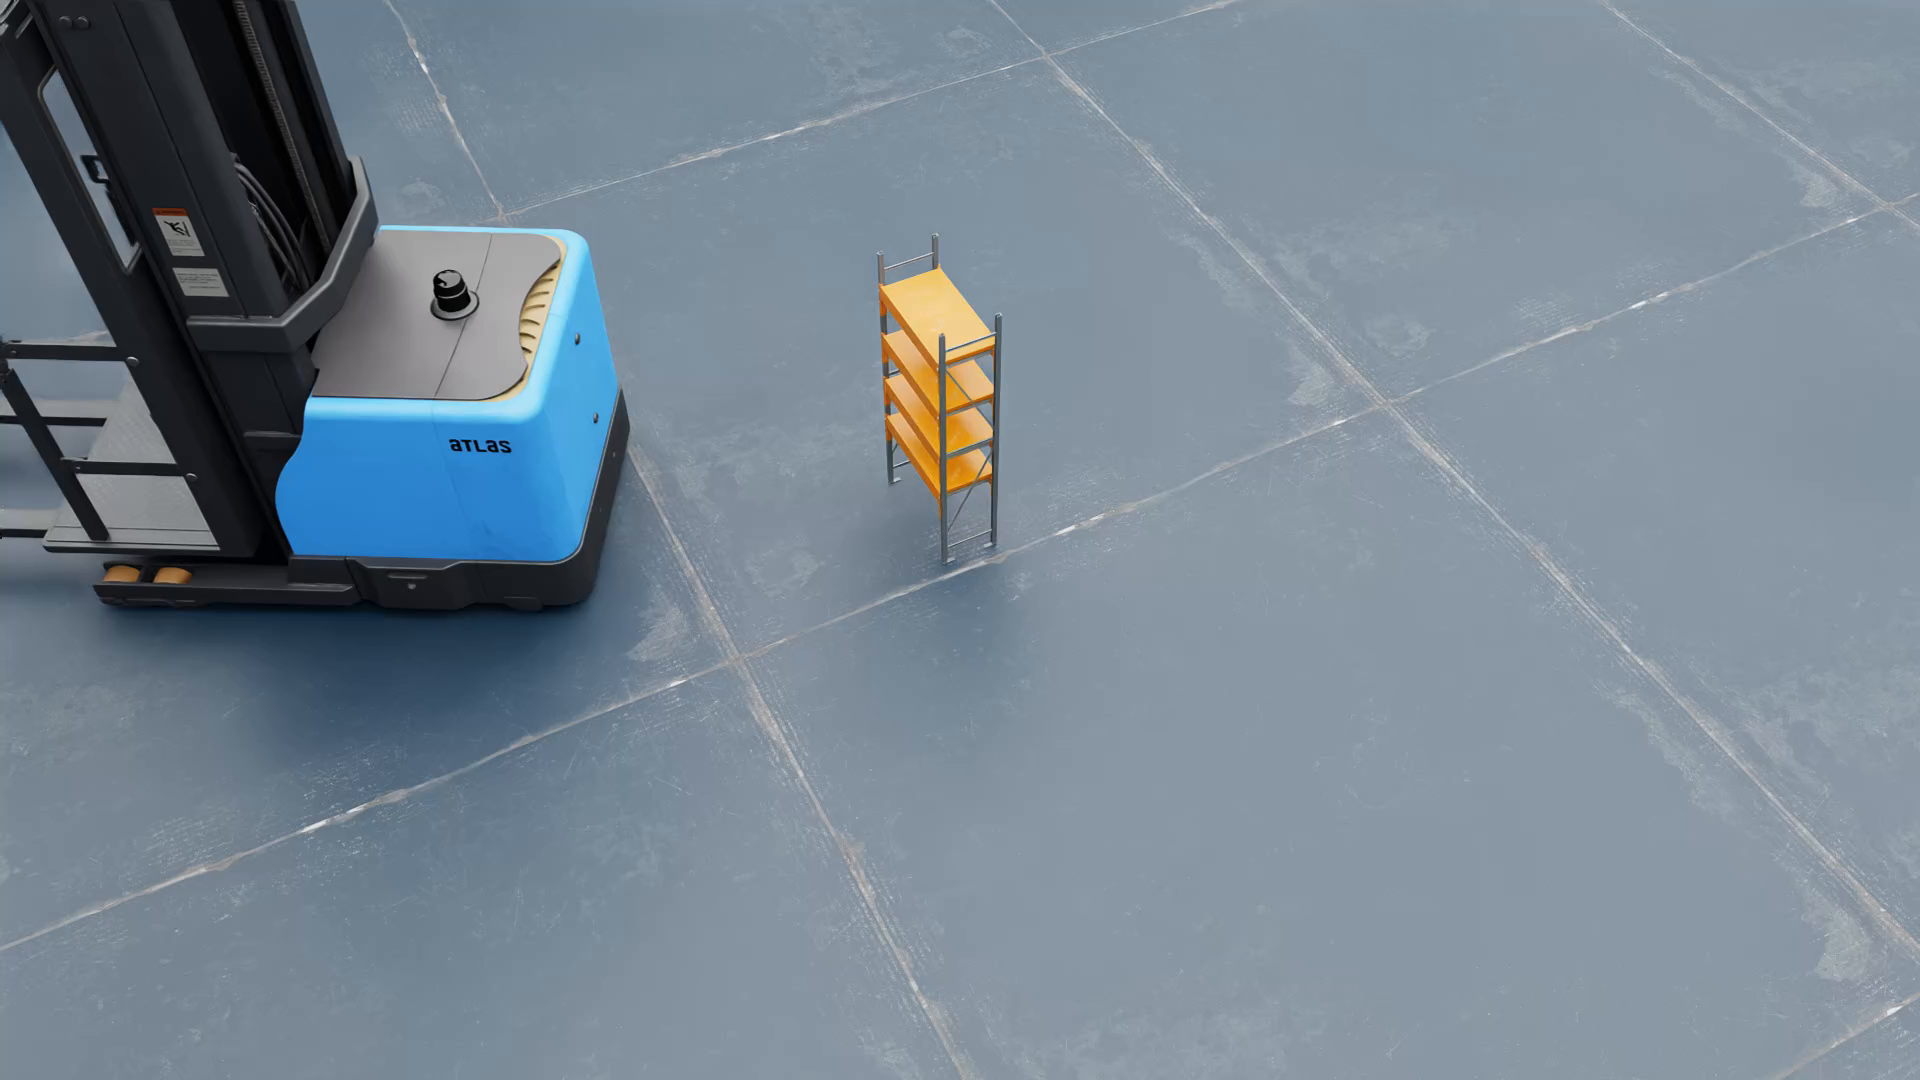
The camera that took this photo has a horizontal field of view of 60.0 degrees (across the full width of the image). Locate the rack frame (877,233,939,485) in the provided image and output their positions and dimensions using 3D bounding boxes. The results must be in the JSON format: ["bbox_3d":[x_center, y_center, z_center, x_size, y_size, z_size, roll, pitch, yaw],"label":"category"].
[{"bbox_3d":[-0.187,-0.669,6.431,0.240,1.200,0.015,-21,52,-18],"label":"rack frame"}]

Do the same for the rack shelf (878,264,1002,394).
[{"bbox_3d":[-0.076,-0.764,5.992,0.258,0.148,0.480,-21,52,-18],"label":"rack shelf"}]

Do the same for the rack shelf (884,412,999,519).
[{"bbox_3d":[-0.076,-0.331,6.488,0.258,0.148,0.480,-21,52,-18],"label":"rack shelf"}]

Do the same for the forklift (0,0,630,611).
[{"bbox_3d":[-2.908,-1.103,5.660,3.031,2.935,1.130,2,49,1],"label":"forklift"}]

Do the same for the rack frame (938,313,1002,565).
[{"bbox_3d":[0.036,-0.342,6.145,0.240,1.200,0.015,-21,52,-18],"label":"rack frame"}]

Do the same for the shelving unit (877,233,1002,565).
[{"bbox_3d":[-0.076,-0.506,6.288,0.258,1.200,0.503,-21,52,-18],"label":"shelving unit"}]

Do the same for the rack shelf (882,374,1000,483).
[{"bbox_3d":[-0.076,-0.461,6.339,0.258,0.148,0.480,-21,52,-18],"label":"rack shelf"}]

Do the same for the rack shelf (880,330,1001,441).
[{"bbox_3d":[-0.076,-0.609,6.170,0.258,0.148,0.480,-21,52,-18],"label":"rack shelf"}]
